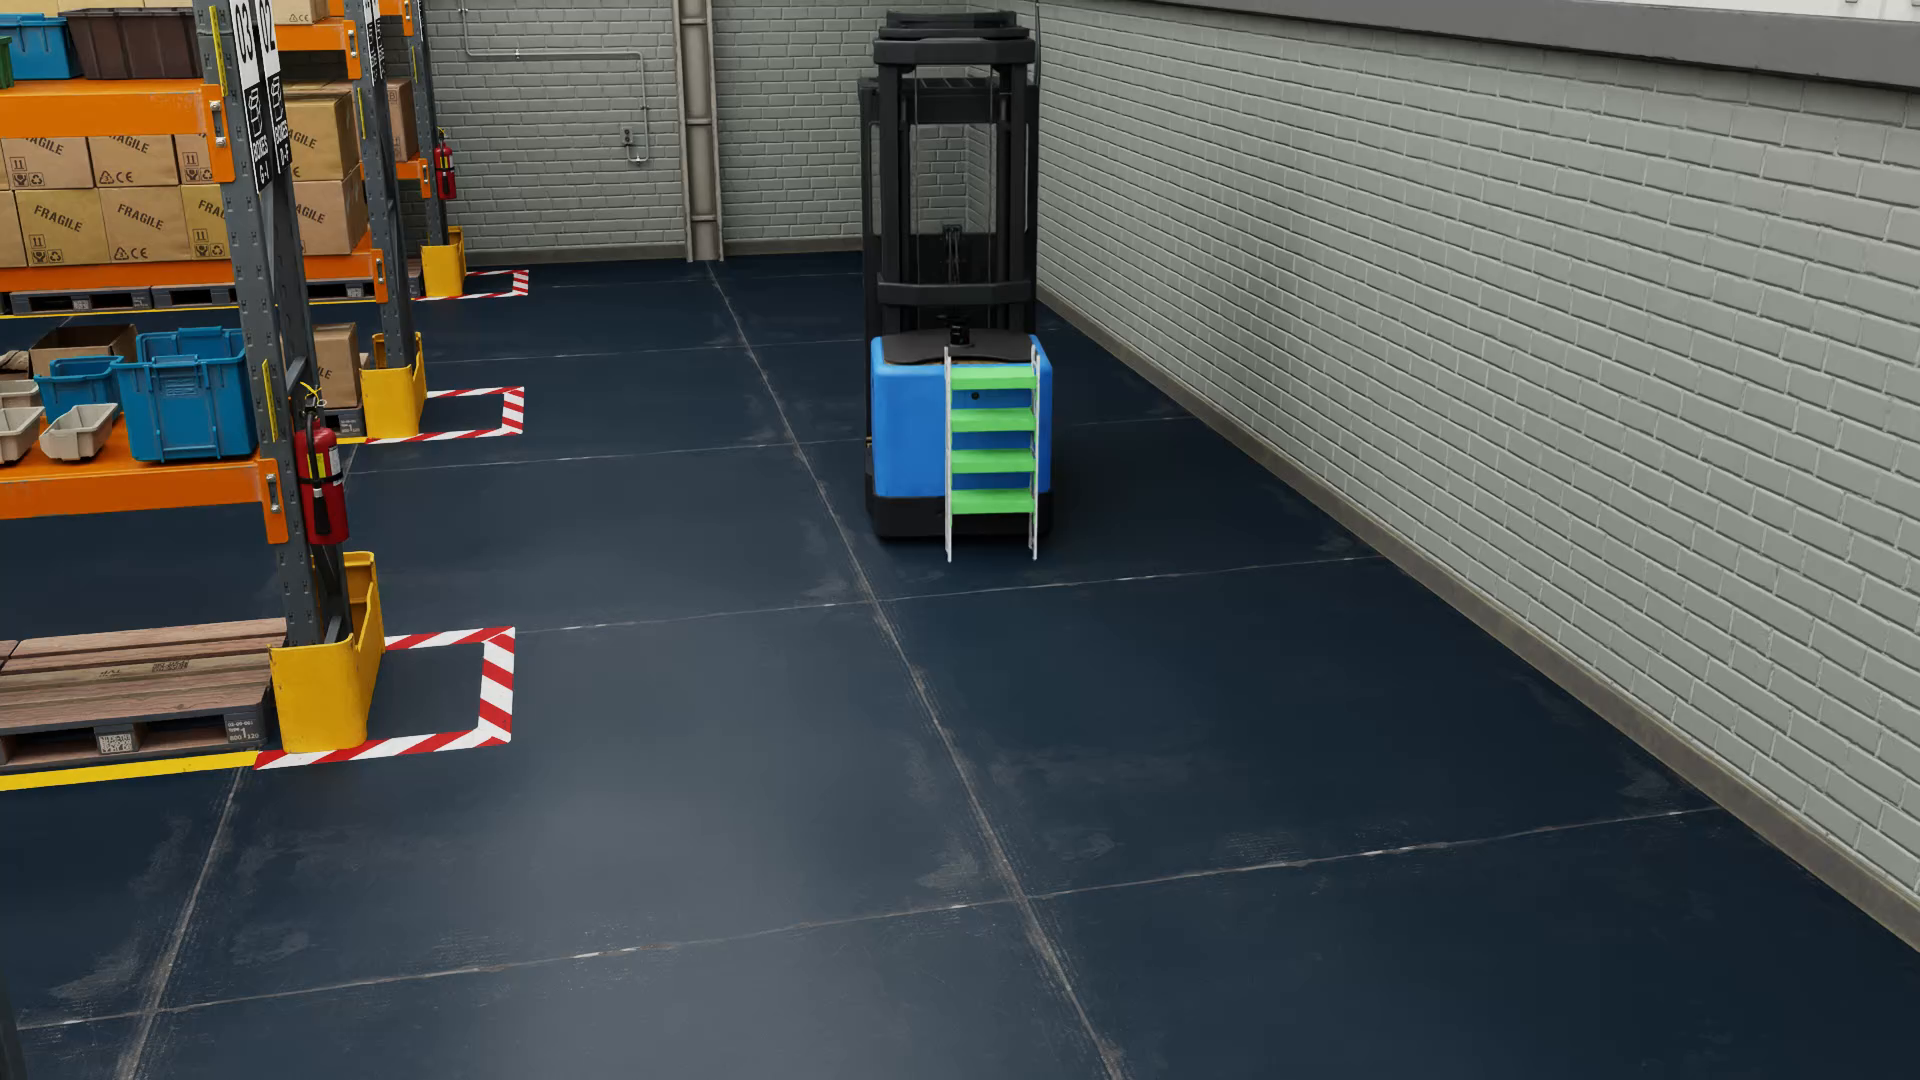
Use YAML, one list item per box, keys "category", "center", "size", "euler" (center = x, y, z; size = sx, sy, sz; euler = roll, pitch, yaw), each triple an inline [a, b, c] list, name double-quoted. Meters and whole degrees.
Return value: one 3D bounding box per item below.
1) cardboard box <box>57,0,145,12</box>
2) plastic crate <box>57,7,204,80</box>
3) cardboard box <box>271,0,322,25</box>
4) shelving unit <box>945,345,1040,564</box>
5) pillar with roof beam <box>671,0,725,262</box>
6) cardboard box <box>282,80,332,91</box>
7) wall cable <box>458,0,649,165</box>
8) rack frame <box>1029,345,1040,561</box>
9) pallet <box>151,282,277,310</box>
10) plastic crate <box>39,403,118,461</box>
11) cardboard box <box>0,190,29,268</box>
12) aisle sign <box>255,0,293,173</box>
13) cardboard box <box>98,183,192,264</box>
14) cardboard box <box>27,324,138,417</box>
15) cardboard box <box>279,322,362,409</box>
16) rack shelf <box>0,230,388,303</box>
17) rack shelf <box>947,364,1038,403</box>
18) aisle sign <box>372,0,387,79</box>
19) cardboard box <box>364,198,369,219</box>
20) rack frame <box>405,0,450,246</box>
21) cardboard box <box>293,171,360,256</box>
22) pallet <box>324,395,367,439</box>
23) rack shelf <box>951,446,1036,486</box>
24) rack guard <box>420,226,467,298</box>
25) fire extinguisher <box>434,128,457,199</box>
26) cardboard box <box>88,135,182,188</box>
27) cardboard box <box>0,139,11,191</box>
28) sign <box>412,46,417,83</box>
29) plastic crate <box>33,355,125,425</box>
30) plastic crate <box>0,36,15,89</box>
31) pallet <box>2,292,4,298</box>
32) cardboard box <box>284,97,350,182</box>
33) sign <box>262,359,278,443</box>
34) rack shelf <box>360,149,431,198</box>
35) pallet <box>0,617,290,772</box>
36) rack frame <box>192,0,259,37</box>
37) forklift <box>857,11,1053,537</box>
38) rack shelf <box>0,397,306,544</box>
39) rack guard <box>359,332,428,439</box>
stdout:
- category: "cardboard box"
  center: [-5.494, -3.459, 10.754]
  size: [0.500, 0.250, 0.500]
  euler: [-5, 21, -12]
- category: "plastic crate"
  center: [-3.384, -2.082, 6.965]
  size: [0.590, 0.269, 0.497]
  euler: [-5, 21, -12]
- category: "cardboard box"
  center: [-4.521, -3.539, 10.972]
  size: [0.500, 0.250, 0.500]
  euler: [-5, 21, -12]
- category: "shelving unit"
  center: [0.177, -0.478, 9.374]
  size: [0.503, 1.200, 0.258]
  euler: [-2, 20, -4]
- category: "pillar with roof beam"
  center: [-1.806, -5.867, 12.748]
  size: [0.400, 9.000, 9.100]
  euler: [-5, 21, -12]
- category: "cardboard box"
  center: [-6.425, -4.024, 16.002]
  size: [0.700, 0.700, 0.980]
  euler: [-5, 21, -13]
- category: "wall cable"
  center: [-4.197, -4.883, 17.306]
  size: [1.851, 1.984, 0.084]
  euler: [-5, 21, -12]
- category: "rack frame"
  center: [0.420, -0.485, 9.393]
  size: [0.015, 1.200, 0.240]
  euler: [-2, 20, -4]
- category: "pallet"
  center: [-7.170, -2.494, 16.315]
  size: [1.213, 0.211, 1.003]
  euler: [-5, 21, -12]
- category: "plastic crate"
  center: [-3.697, -0.451, 6.981]
  size: [0.243, 0.136, 0.396]
  euler: [-5, 21, -12]
- category: "cardboard box"
  center: [-6.431, -2.090, 11.014]
  size: [0.500, 0.500, 0.500]
  euler: [-5, 21, -13]
- category: "aisle sign"
  center: [-2.944, -1.997, 7.127]
  size: [0.004, 0.787, 0.394]
  euler: [-5, 21, -12]
- category: "cardboard box"
  center: [-5.446, -2.171, 11.234]
  size: [0.500, 0.500, 0.500]
  euler: [-4, 21, -12]
- category: "cardboard box"
  center: [-6.147, -1.198, 11.714]
  size: [0.637, 0.503, 0.797]
  euler: [-5, 21, -12]
- category: "cardboard box"
  center: [-4.554, -1.237, 11.826]
  size: [0.500, 0.500, 0.500]
  euler: [-5, 21, -12]
- category: "rack shelf"
  center: [-6.028, -1.834, 11.506]
  size: [4.000, 0.370, 1.077]
  euler: [-5, 21, -12]
- category: "rack shelf"
  center: [0.177, -0.868, 9.231]
  size: [0.480, 0.148, 0.258]
  euler: [-2, 20, -4]
- category: "aisle sign"
  center: [-4.083, -3.654, 11.650]
  size: [0.004, 0.787, 0.394]
  euler: [-5, 21, -12]
- category: "cardboard box"
  center: [-5.808, -3.304, 16.553]
  size: [0.250, 0.149, 0.380]
  euler: [-5, 21, -12]
- category: "rack frame"
  center: [-5.225, -3.988, 16.340]
  size: [0.127, 3.000, 1.000]
  euler: [-5, 21, -12]
- category: "cardboard box"
  center: [-4.455, -2.250, 11.452]
  size: [0.500, 0.500, 0.500]
  euler: [-4, 20, -11]
- category: "pallet"
  center: [-4.931, -0.951, 12.105]
  size: [1.213, 0.211, 1.003]
  euler: [-5, 21, -12]
- category: "rack shelf"
  center: [0.177, -0.418, 9.396]
  size: [0.480, 0.148, 0.258]
  euler: [-2, 20, -4]
- category: "rack guard"
  center: [-5.202, -2.816, 16.775]
  size: [0.348, 0.500, 1.175]
  euler: [-5, 21, -12]
- category: "fire extinguisher"
  center: [-4.972, -3.634, 16.028]
  size: [0.183, 0.674, 0.296]
  euler: [-5, 21, -12]
- category: "cardboard box"
  center: [-5.446, -2.636, 11.052]
  size: [0.500, 0.500, 0.500]
  euler: [-4, 21, -11]
- category: "cardboard box"
  center: [-6.449, -2.554, 10.828]
  size: [0.500, 0.500, 0.500]
  euler: [-5, 21, -14]
- category: "sign"
  center: [-5.114, -4.460, 15.601]
  size: [0.005, 0.325, 0.100]
  euler: [-5, 21, -12]
- category: "plastic crate"
  center: [-3.902, -0.660, 7.411]
  size: [0.300, 0.233, 0.416]
  euler: [-5, 21, -12]
- category: "plastic crate"
  center: [-3.840, -1.807, 6.334]
  size: [0.336, 0.188, 0.450]
  euler: [-5, 21, -12]
- category: "pallet"
  center: [-9.851, -2.276, 15.720]
  size: [1.213, 0.211, 1.003]
  euler: [-5, 21, -12]
- category: "cardboard box"
  center: [-4.452, -2.719, 11.278]
  size: [0.500, 0.500, 0.500]
  euler: [-5, 21, -13]
- category: "sign"
  center: [-2.803, -0.565, 6.760]
  size: [0.005, 0.325, 0.100]
  euler: [-5, 21, -12]
- category: "rack shelf"
  center: [-7.172, -3.492, 16.032]
  size: [4.000, 0.370, 1.077]
  euler: [-5, 21, -12]
- category: "pallet"
  center: [-3.757, 0.690, 7.624]
  size: [1.213, 0.211, 1.003]
  euler: [-5, 21, -12]
- category: "rack frame"
  center: [-2.946, -3.489, 6.255]
  size: [0.127, 3.000, 1.000]
  euler: [-5, 21, -12]
- category: "forklift"
  center: [-0.083, -1.856, 10.620]
  size: [1.130, 2.935, 3.031]
  euler: [-1, 20, -4]
- category: "rack shelf"
  center: [-4.892, -0.176, 6.979]
  size: [4.000, 0.370, 1.077]
  euler: [-5, 21, -12]
- category: "rack guard"
  center: [-4.156, -1.150, 12.228]
  size: [0.348, 0.500, 1.175]
  euler: [-5, 21, -12]
